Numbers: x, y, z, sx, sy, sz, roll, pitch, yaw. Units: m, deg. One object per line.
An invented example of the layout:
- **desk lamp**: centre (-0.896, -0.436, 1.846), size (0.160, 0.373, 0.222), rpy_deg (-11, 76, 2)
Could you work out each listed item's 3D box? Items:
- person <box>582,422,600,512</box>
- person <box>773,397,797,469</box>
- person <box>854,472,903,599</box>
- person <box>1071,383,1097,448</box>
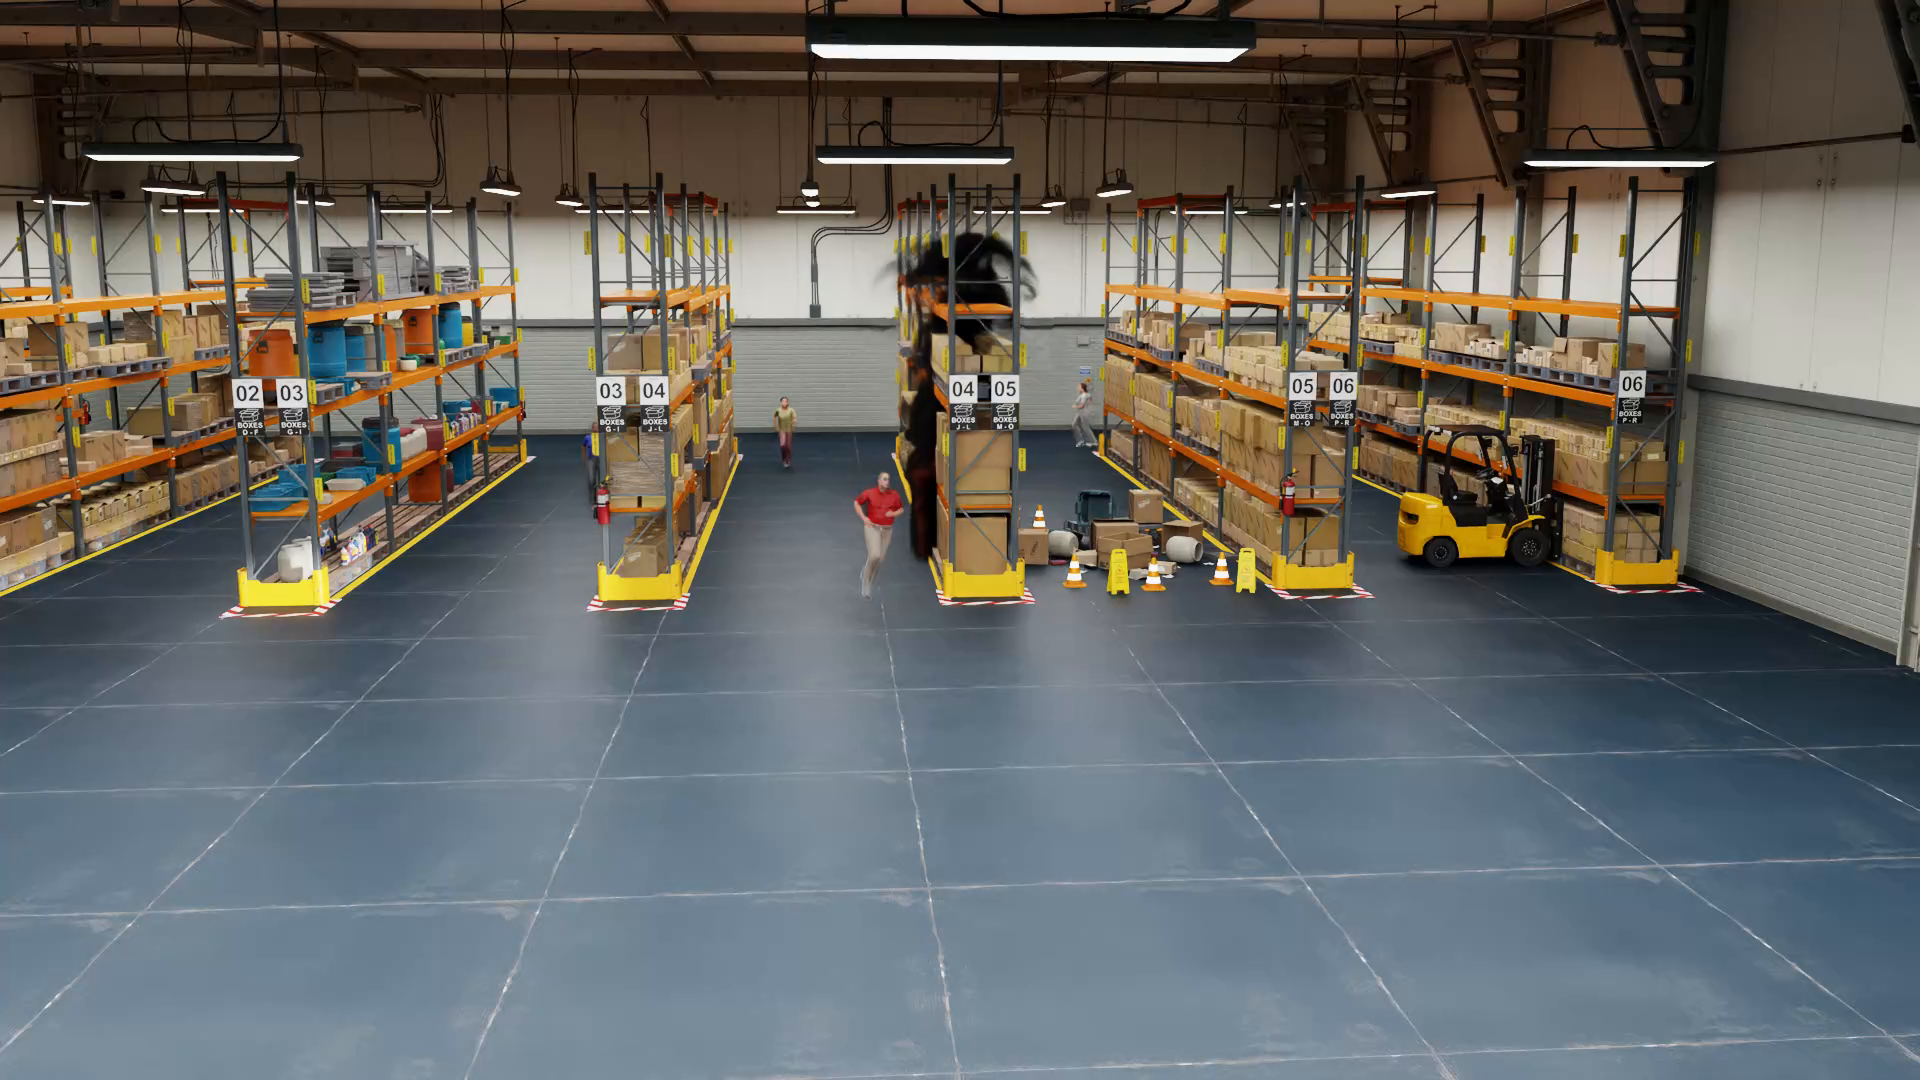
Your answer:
- **person**: centre (-6.995, -1.426, 32.010), size (0.549, 1.717, 0.781), rpy_deg (-2, 10, -10)
- **person**: centre (-3.982, -2.454, 37.915), size (0.522, 1.646, 0.738), rpy_deg (-2, 10, -12)
- **person**: centre (-1.141, -0.093, 23.435), size (0.688, 1.745, 0.696), rpy_deg (-5, 11, -27)
- **person**: centre (3.126, -3.098, 41.498), size (0.686, 1.672, 0.592), rpy_deg (-1, 10, -5)
